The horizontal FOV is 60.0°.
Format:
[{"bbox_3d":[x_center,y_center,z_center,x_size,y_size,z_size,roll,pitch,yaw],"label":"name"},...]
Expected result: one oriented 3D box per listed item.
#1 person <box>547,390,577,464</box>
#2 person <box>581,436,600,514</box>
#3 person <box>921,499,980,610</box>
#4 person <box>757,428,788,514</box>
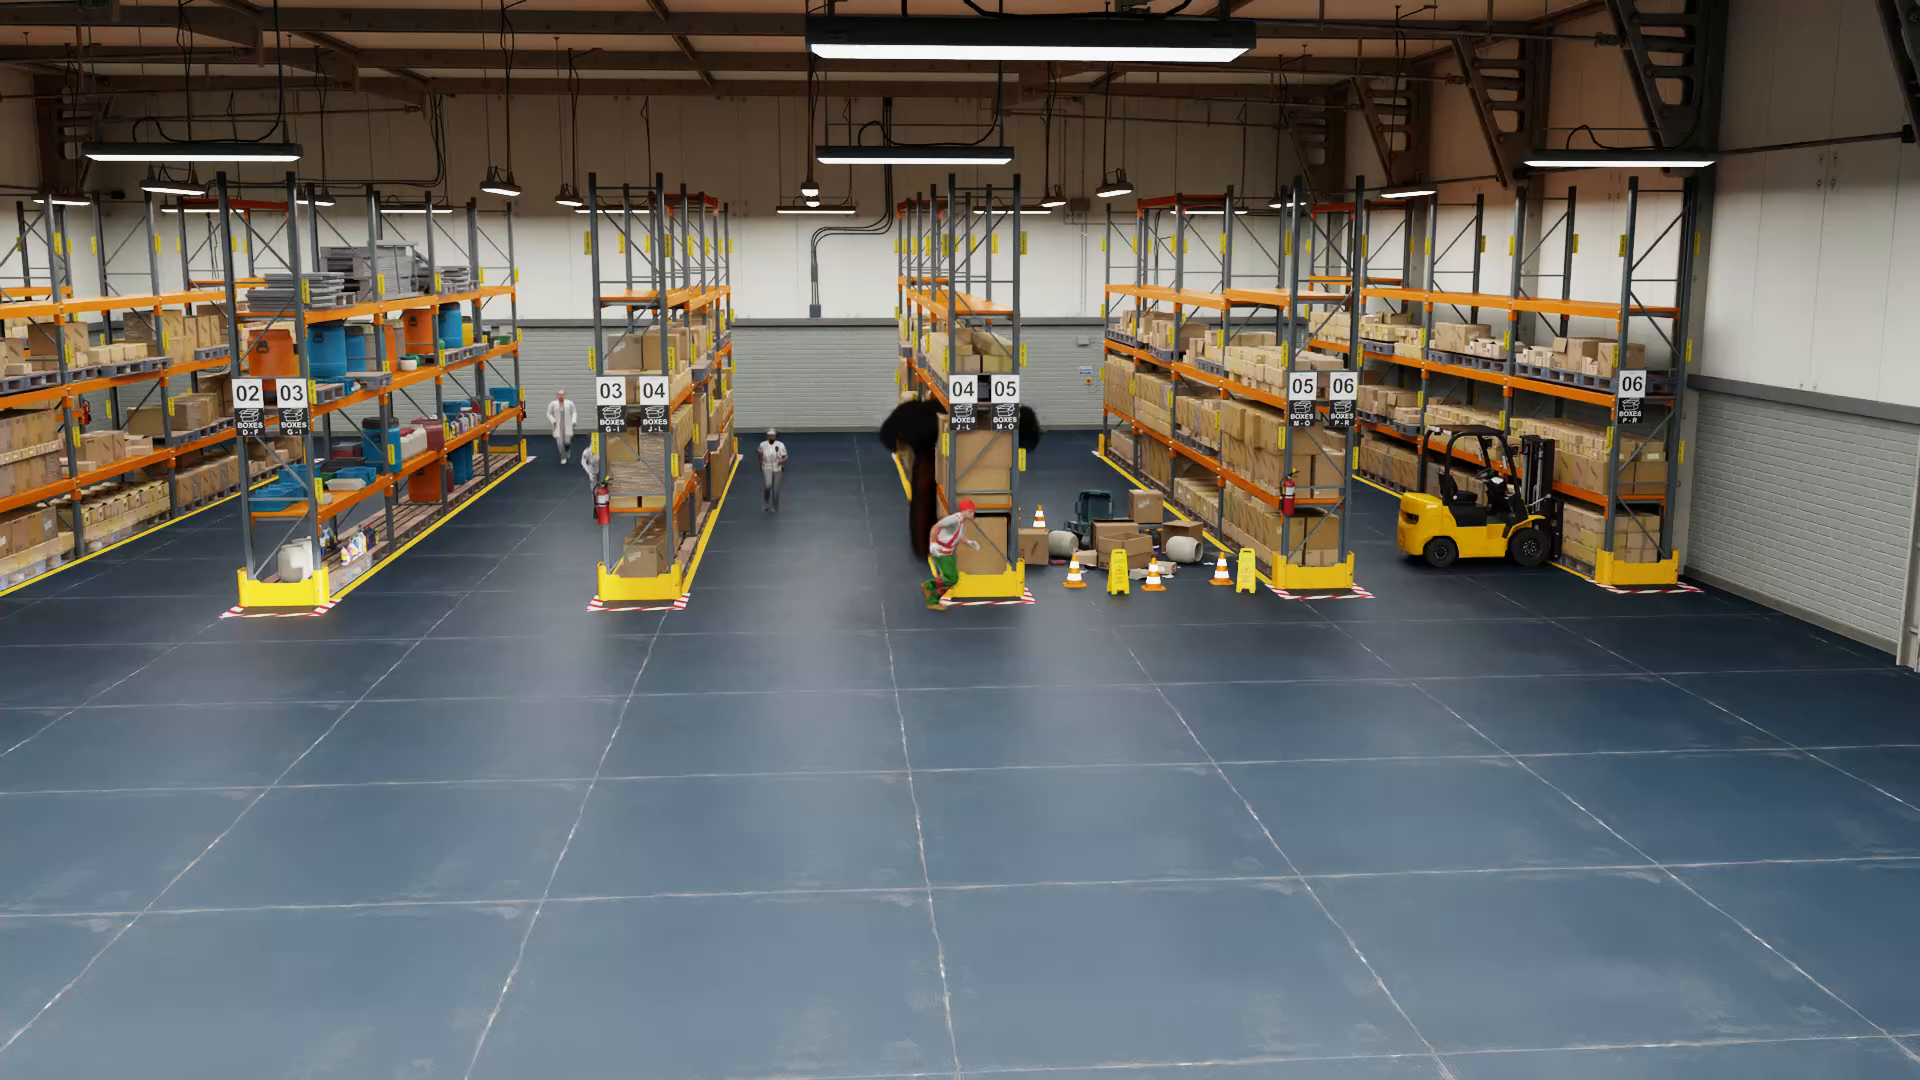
[{"bbox_3d":[-9.244,-2.630,38.668,0.694,1.723,0.672,-3,10,-14],"label":"person"},{"bbox_3d":[-6.854,-1.254,31.440,0.619,1.519,0.850,-5,11,-26],"label":"person"},{"bbox_3d":[-0.156,0.215,22.871,0.834,1.592,0.693,4,11,23],"label":"person"},{"bbox_3d":[-3.480,-1.276,30.931,0.579,1.662,0.724,-1,10,-8],"label":"person"}]
